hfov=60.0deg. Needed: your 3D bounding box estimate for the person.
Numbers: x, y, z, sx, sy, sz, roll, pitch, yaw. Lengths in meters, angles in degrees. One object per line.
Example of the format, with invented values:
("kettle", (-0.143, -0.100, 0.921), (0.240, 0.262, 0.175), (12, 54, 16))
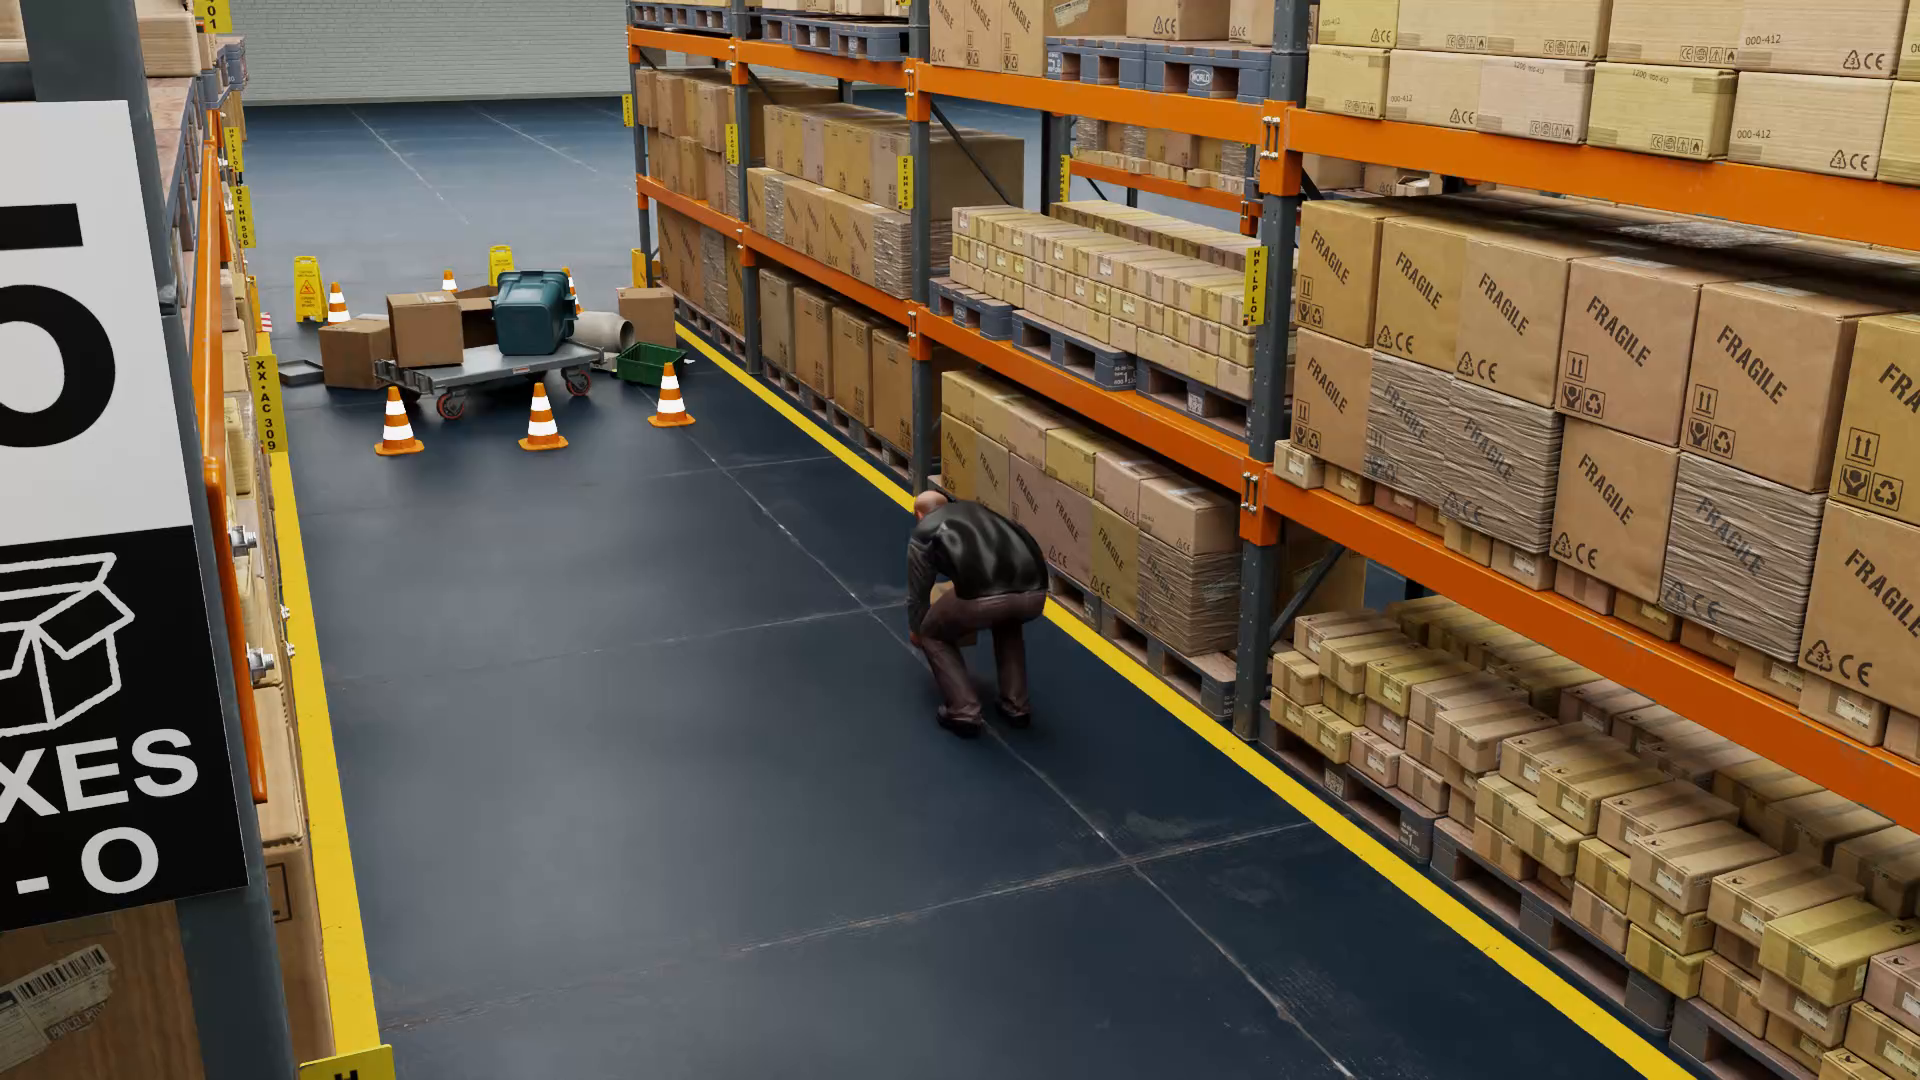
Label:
("person", (0.040, 0.325, 7.755), (0.517, 1.007, 0.949), (-9, 21, -25))
